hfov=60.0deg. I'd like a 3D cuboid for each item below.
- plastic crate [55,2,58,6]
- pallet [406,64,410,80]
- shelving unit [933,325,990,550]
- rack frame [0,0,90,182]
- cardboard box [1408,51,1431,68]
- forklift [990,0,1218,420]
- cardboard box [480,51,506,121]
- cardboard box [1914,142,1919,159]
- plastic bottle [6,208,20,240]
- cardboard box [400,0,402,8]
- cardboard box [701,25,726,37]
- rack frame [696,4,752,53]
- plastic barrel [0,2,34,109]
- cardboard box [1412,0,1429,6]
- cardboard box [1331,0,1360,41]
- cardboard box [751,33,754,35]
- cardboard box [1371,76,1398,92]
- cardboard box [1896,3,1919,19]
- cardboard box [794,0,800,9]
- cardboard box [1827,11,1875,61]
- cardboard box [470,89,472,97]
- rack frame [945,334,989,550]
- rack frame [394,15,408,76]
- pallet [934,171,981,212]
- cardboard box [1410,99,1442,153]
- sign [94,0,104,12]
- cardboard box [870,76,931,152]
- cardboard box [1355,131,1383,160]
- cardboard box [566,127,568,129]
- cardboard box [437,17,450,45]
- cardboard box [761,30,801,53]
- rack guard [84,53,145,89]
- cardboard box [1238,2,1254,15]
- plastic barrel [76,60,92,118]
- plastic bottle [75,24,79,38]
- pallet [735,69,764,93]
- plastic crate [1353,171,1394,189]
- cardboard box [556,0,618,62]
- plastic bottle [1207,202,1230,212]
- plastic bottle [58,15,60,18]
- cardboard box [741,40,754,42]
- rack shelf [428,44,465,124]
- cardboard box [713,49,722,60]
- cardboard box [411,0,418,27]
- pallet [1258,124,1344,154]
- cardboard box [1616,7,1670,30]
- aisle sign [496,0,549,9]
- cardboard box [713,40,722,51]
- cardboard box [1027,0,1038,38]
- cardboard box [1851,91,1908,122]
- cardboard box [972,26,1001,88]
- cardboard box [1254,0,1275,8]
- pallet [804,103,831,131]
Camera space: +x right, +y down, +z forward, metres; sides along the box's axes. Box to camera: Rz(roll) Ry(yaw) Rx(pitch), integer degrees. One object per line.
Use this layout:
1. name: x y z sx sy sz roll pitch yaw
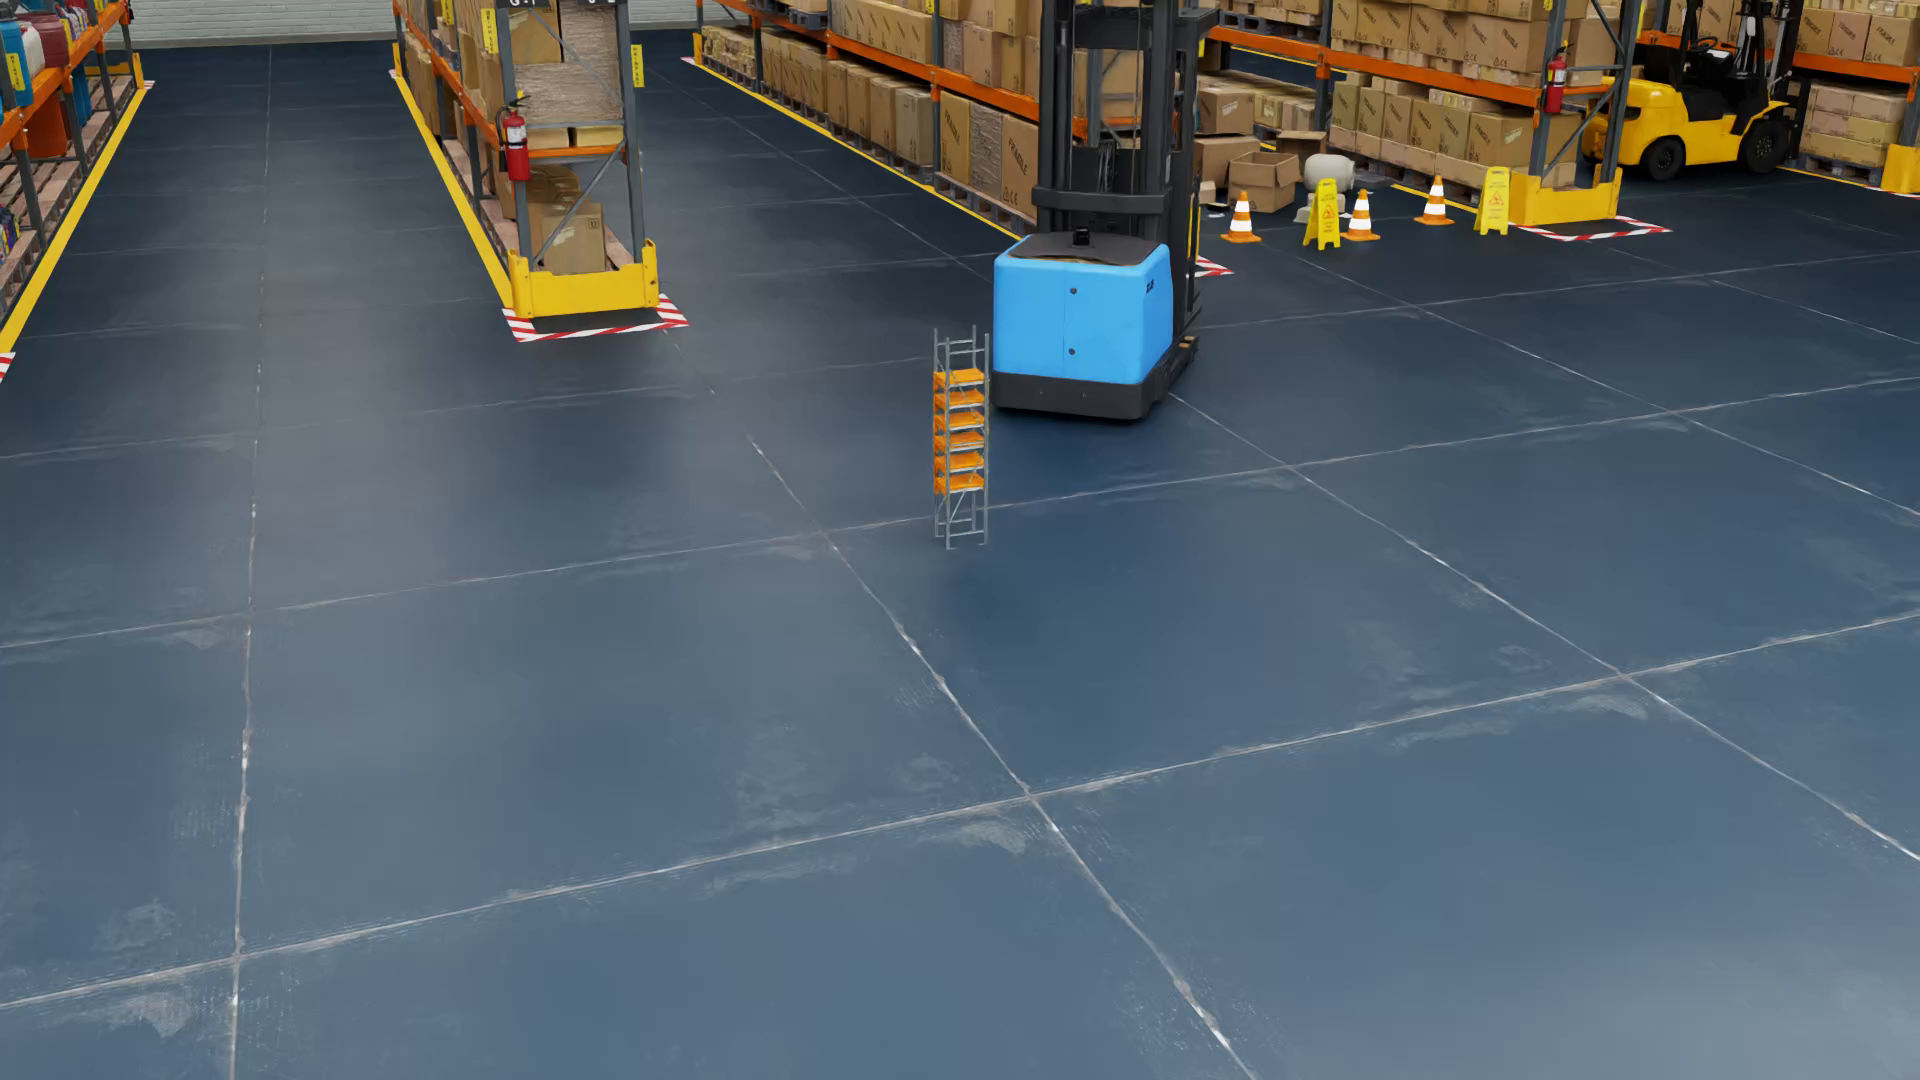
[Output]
1. plastic crate: -12.847 -7.470 23.374 0.293 0.136 0.466 -8 24 -19
2. pallet: -8.374 -7.541 26.870 1.003 0.211 1.213 -8 24 -19
3. shelving unit: 0.005 -0.548 9.004 0.258 1.200 0.189 -8 24 -19
4. rack frame: -10.537 -5.519 18.483 1.000 3.000 0.127 -8 24 -19
5. cardboard box: 5.150 -5.277 18.232 0.380 0.149 0.250 -8 24 -19
6. forklift: 1.159 -2.687 11.851 1.130 2.935 3.031 7 24 17
7. cardboard box: -3.535 -3.844 13.996 0.875 0.500 0.500 -8 24 -19
8. cardboard box: 10.845 -4.466 18.983 0.500 0.250 0.500 -8 24 -19
9. plastic bottle: -8.646 -2.887 15.169 0.061 0.283 0.133 -7 24 -16
10. cardboard box: -8.095 -7.976 24.636 0.380 0.149 0.250 -8 24 -18
11. cardboard box: -4.187 -8.666 28.314 0.380 0.149 0.250 -10 25 -21
12. rack frame: -4.054 -9.749 28.519 1.000 3.000 0.127 -8 24 -19
13. plastic barrel: -8.977 -4.479 15.369 0.600 0.901 0.708 -8 24 -19
14. cardboard box: 5.314 -6.008 17.843 0.700 0.500 0.500 -9 24 -19
15. cardboard box: 4.675 -6.090 19.326 0.500 0.500 0.500 -8 24 -19
16. cardboard box: -3.216 -8.266 27.364 0.380 0.149 0.250 -9 25 -21
17. cardboard box: 4.908 -5.184 18.887 0.380 0.149 0.250 -7 24 -17
18. cardboard box: 10.451 -5.767 18.106 0.380 0.149 0.250 -8 24 -18
19. cardboard box: -2.009 -7.220 22.302 0.380 0.149 0.250 -8 24 -18
20. cardboard box: 10.242 -5.713 18.813 0.500 0.500 0.500 -8 24 -17
21. cardboard box: -4.506 -4.331 15.986 0.380 0.149 0.250 -8 24 -19
22. rack frame: 0.037 -0.514 8.926 0.240 1.200 0.006 -8 24 -19
23. rack frame: -8.730 -9.106 26.992 1.000 3.000 0.127 -8 24 -19
24. pallet: 0.381 -3.817 18.035 1.003 0.211 1.213 -8 24 -19
25. cardboard box: 5.307 -4.553 18.223 0.500 0.500 0.500 -9 24 -20
26. sign: -11.435 -7.175 22.055 0.100 0.325 0.005 -8 24 -19
27. cardboard box: -0.455 -5.110 19.868 1.050 0.750 0.750 -8 24 -19
28. cardboard box: 4.935 -4.588 19.272 0.500 0.250 0.500 -7 24 -16
29. cardboard box: -3.208 -3.587 14.222 0.380 0.149 0.250 -8 24 -19
30. cardboard box: -5.527 -5.683 18.523 0.500 0.250 0.500 -9 24 -20
31. cardboard box: -2.627 -7.378 24.606 0.500 0.250 0.500 -9 25 -21
32. rack guard: -13.384 -7.281 25.881 1.175 0.500 0.348 -8 24 -19
33. cardboard box: 3.834 -6.899 21.539 0.380 0.149 0.250 -8 24 -17
34. plastic barrel: -11.774 -5.999 21.783 0.600 0.901 0.708 -8 24 -19
35. plastic bottle: -11.087 -6.379 20.778 0.097 0.201 0.097 0 23 0
36. pallet: -2.911 -7.250 26.180 1.003 0.211 1.213 -8 24 -19
37. plastic crate: 4.568 -4.077 18.820 0.402 0.080 0.583 -18 29 -37
38. cardboard box: -3.017 -4.173 13.490 0.500 0.500 0.500 -8 24 -19
39. plastic bottle: 2.692 -3.504 17.484 0.133 0.061 0.283 -18 29 -37
40. plastic bottle: -11.264 -6.426 20.799 0.097 0.271 0.097 0 23 0
41. cardboard box: -3.251 -7.825 26.318 0.380 0.149 0.250 -8 24 -17
42. rack shelf: -5.197 -5.141 18.511 1.077 0.370 4.000 -8 24 -19
43. cardboard box: -3.917 -8.114 27.769 0.380 0.149 0.250 -8 24 -18
44. cardboard box: -7.033 -7.132 22.181 0.500 0.500 0.500 -9 24 -20
45. pallet: 4.504 -5.103 21.085 1.003 0.211 1.213 -8 24 -19
46. cardboard box: 9.000 -6.866 21.870 0.500 0.250 0.500 -8 24 -18
47. aisle sign: -3.336 -4.426 12.543 0.394 0.787 0.004 -8 24 -19
48. cardboard box: -3.907 -8.249 27.705 0.380 0.149 0.250 -8 24 -17
49. cardboard box: 1.152 -5.052 15.791 0.875 0.550 0.550 -8 24 -19
50. cardboard box: 10.381 -4.846 18.597 0.500 0.250 0.500 -8 24 -17
51. cardboard box: 0.623 -4.917 16.860 0.875 0.550 0.550 -8 24 -19
52. cardboard box: 4.050 -6.986 20.912 0.500 0.500 0.500 -7 24 -17
53. pallet: -1.502 -5.842 22.838 1.003 0.211 1.213 -8 24 -19
